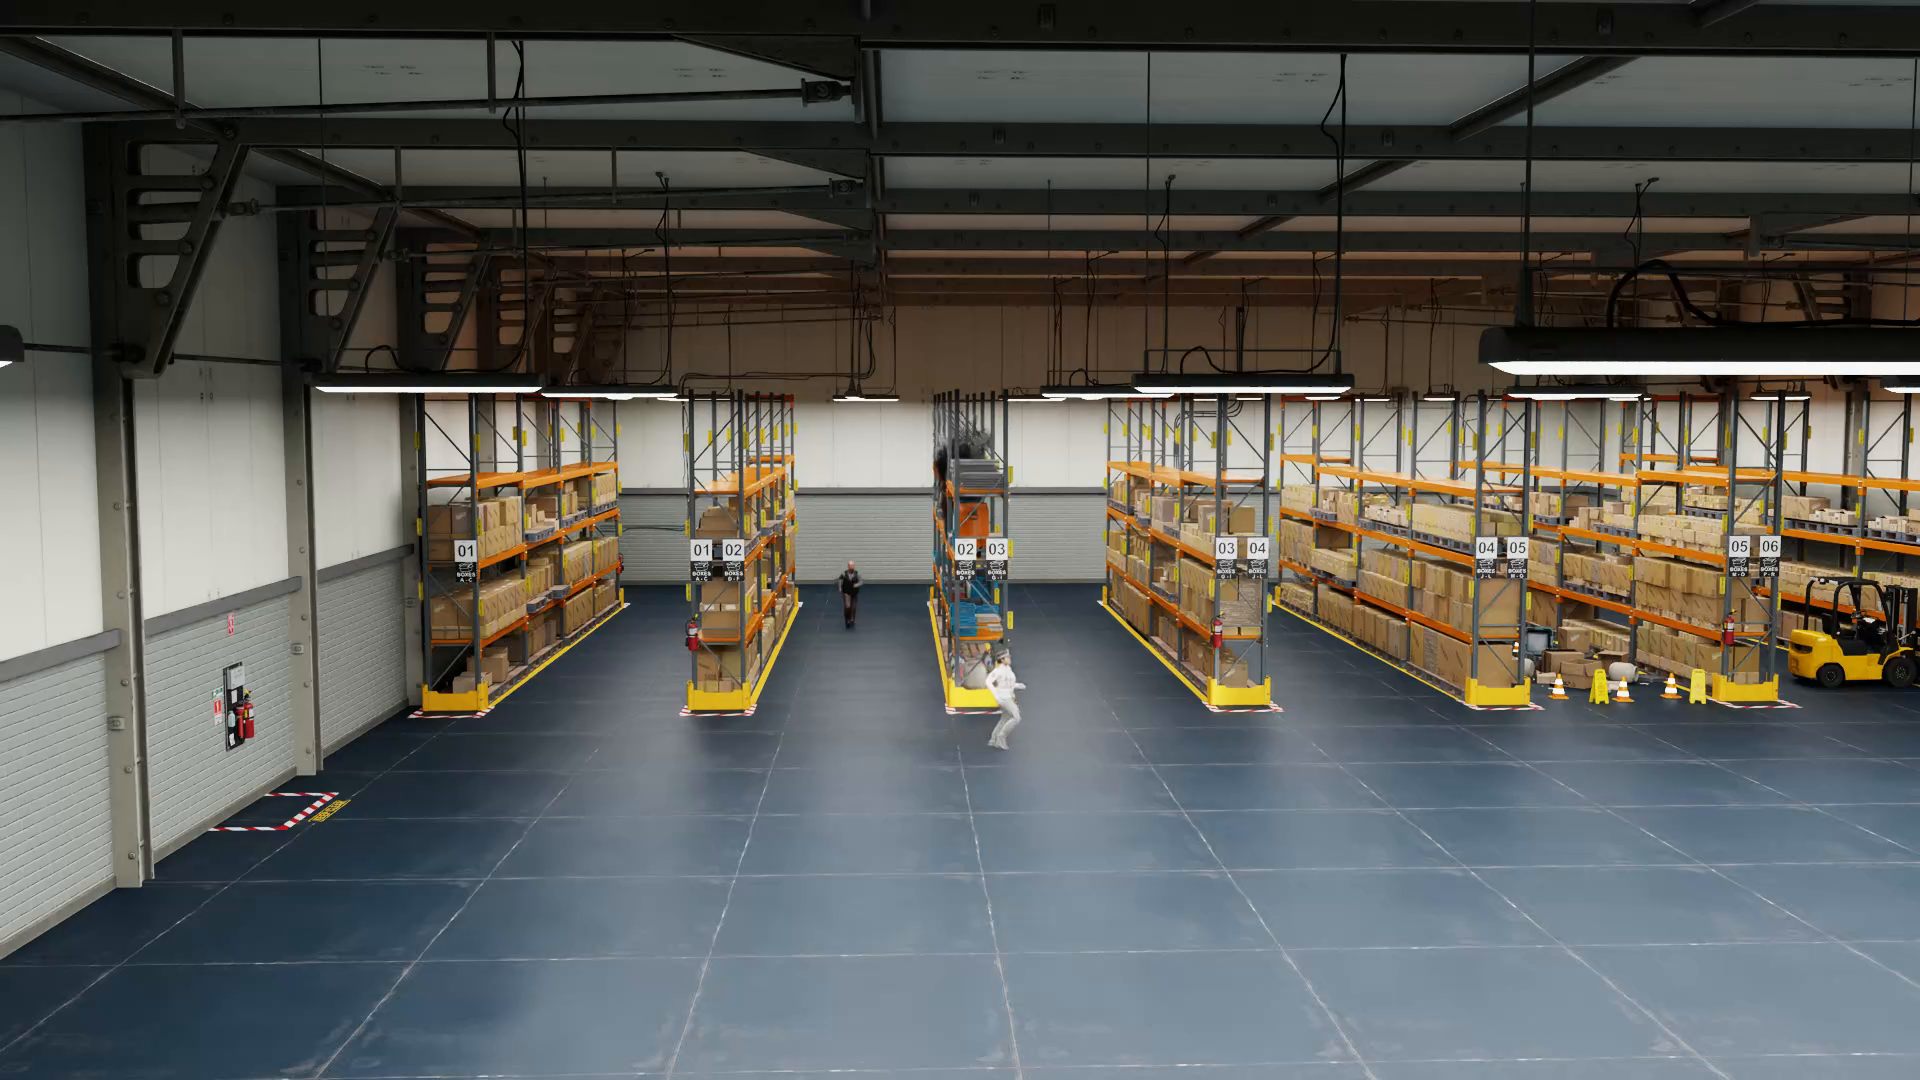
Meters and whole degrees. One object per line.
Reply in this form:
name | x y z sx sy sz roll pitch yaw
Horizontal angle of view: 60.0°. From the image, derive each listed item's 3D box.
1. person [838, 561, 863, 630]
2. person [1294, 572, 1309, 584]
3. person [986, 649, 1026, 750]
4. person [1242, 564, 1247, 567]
person | -2.785 1.416 42.388 0.621 1.747 0.811 -1 5 -11
person | 10.083 0.879 49.094 0.867 1.718 0.702 2 5 27
person | 0.773 2.633 27.492 0.642 1.673 0.583 2 5 19
person | 7.997 1.061 48.229 0.669 1.488 0.547 4 6 37
